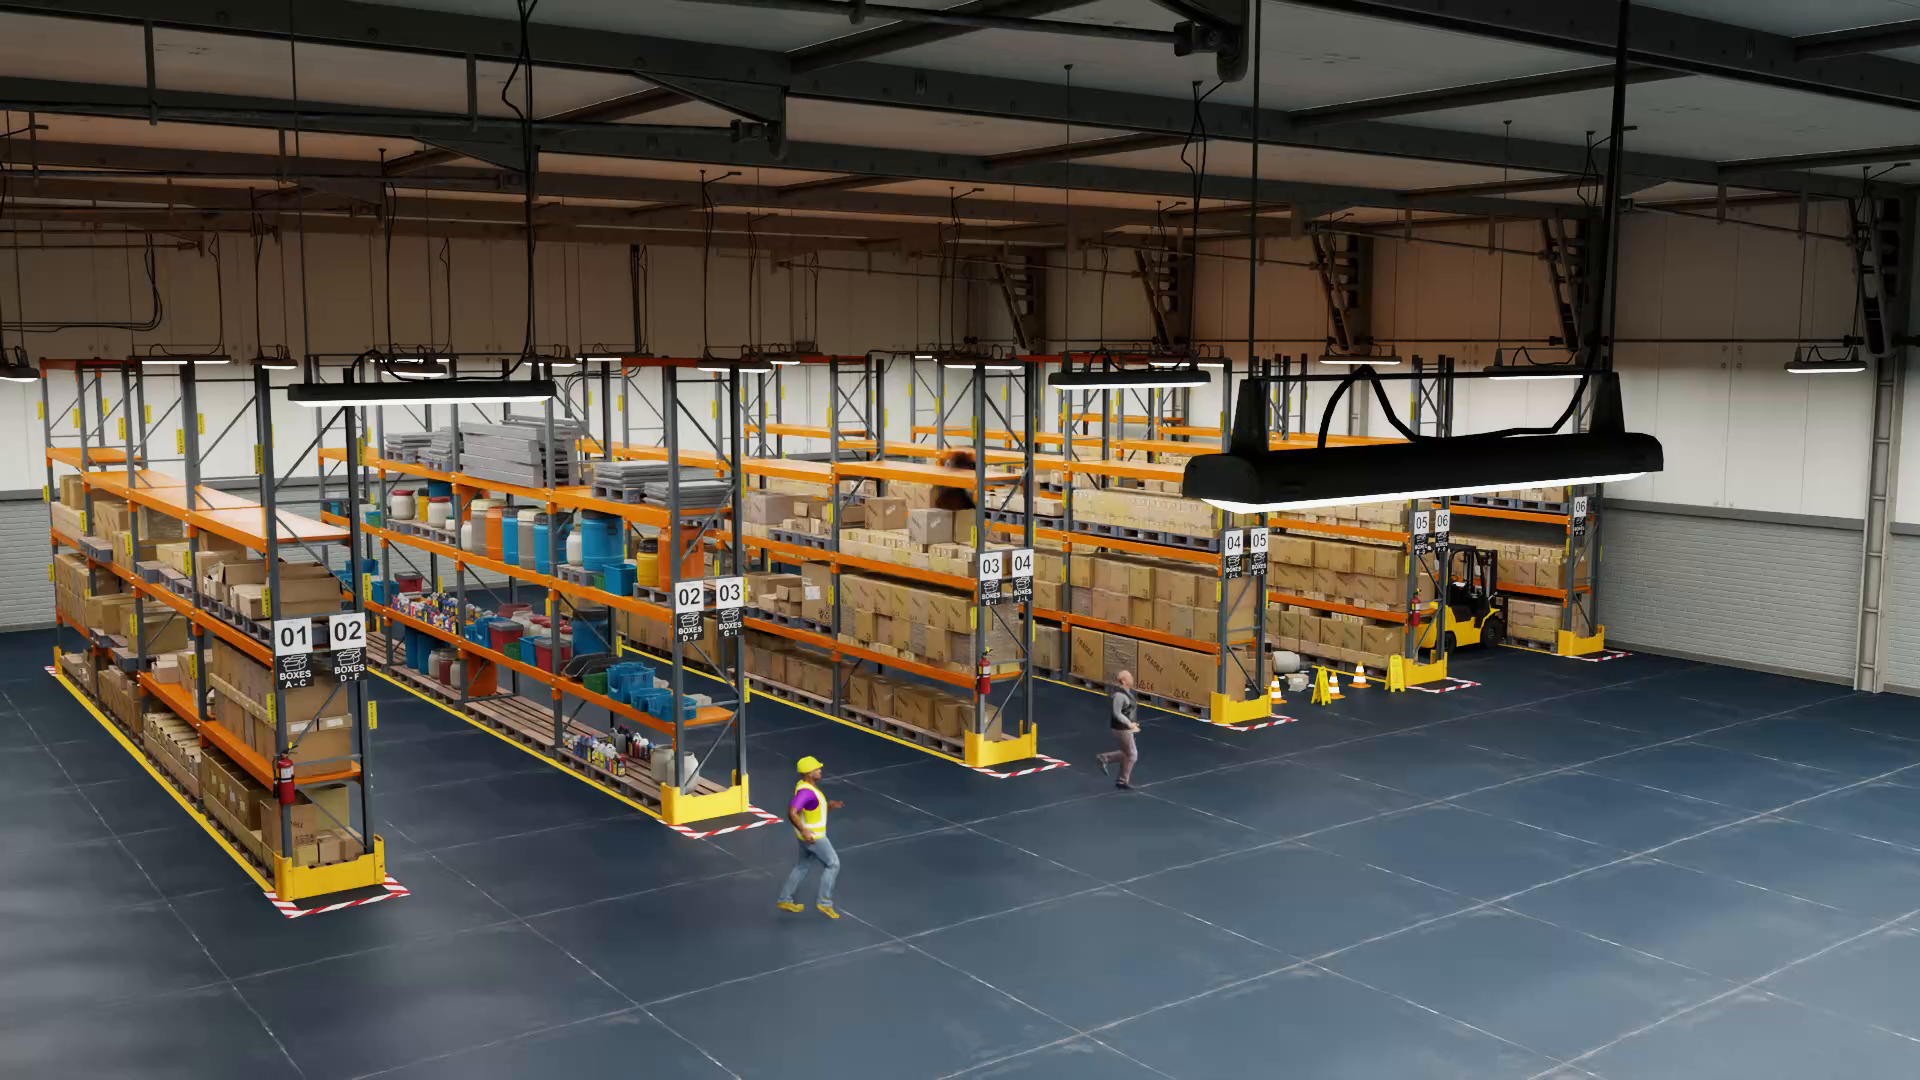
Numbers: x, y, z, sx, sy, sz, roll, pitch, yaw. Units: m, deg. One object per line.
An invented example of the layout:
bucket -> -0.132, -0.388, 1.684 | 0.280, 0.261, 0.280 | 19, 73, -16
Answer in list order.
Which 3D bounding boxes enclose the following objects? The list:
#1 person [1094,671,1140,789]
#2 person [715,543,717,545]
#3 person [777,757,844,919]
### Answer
person -> 2.236, 2.678, 23.585 | 0.666, 1.700, 0.664 | 1, 7, 12
person -> -5.548, 0.902, 38.316 | 0.575, 1.698, 0.914 | -4, 8, -33
person -> -1.629, 3.276, 18.234 | 0.764, 1.830, 0.670 | -2, 7, -17
